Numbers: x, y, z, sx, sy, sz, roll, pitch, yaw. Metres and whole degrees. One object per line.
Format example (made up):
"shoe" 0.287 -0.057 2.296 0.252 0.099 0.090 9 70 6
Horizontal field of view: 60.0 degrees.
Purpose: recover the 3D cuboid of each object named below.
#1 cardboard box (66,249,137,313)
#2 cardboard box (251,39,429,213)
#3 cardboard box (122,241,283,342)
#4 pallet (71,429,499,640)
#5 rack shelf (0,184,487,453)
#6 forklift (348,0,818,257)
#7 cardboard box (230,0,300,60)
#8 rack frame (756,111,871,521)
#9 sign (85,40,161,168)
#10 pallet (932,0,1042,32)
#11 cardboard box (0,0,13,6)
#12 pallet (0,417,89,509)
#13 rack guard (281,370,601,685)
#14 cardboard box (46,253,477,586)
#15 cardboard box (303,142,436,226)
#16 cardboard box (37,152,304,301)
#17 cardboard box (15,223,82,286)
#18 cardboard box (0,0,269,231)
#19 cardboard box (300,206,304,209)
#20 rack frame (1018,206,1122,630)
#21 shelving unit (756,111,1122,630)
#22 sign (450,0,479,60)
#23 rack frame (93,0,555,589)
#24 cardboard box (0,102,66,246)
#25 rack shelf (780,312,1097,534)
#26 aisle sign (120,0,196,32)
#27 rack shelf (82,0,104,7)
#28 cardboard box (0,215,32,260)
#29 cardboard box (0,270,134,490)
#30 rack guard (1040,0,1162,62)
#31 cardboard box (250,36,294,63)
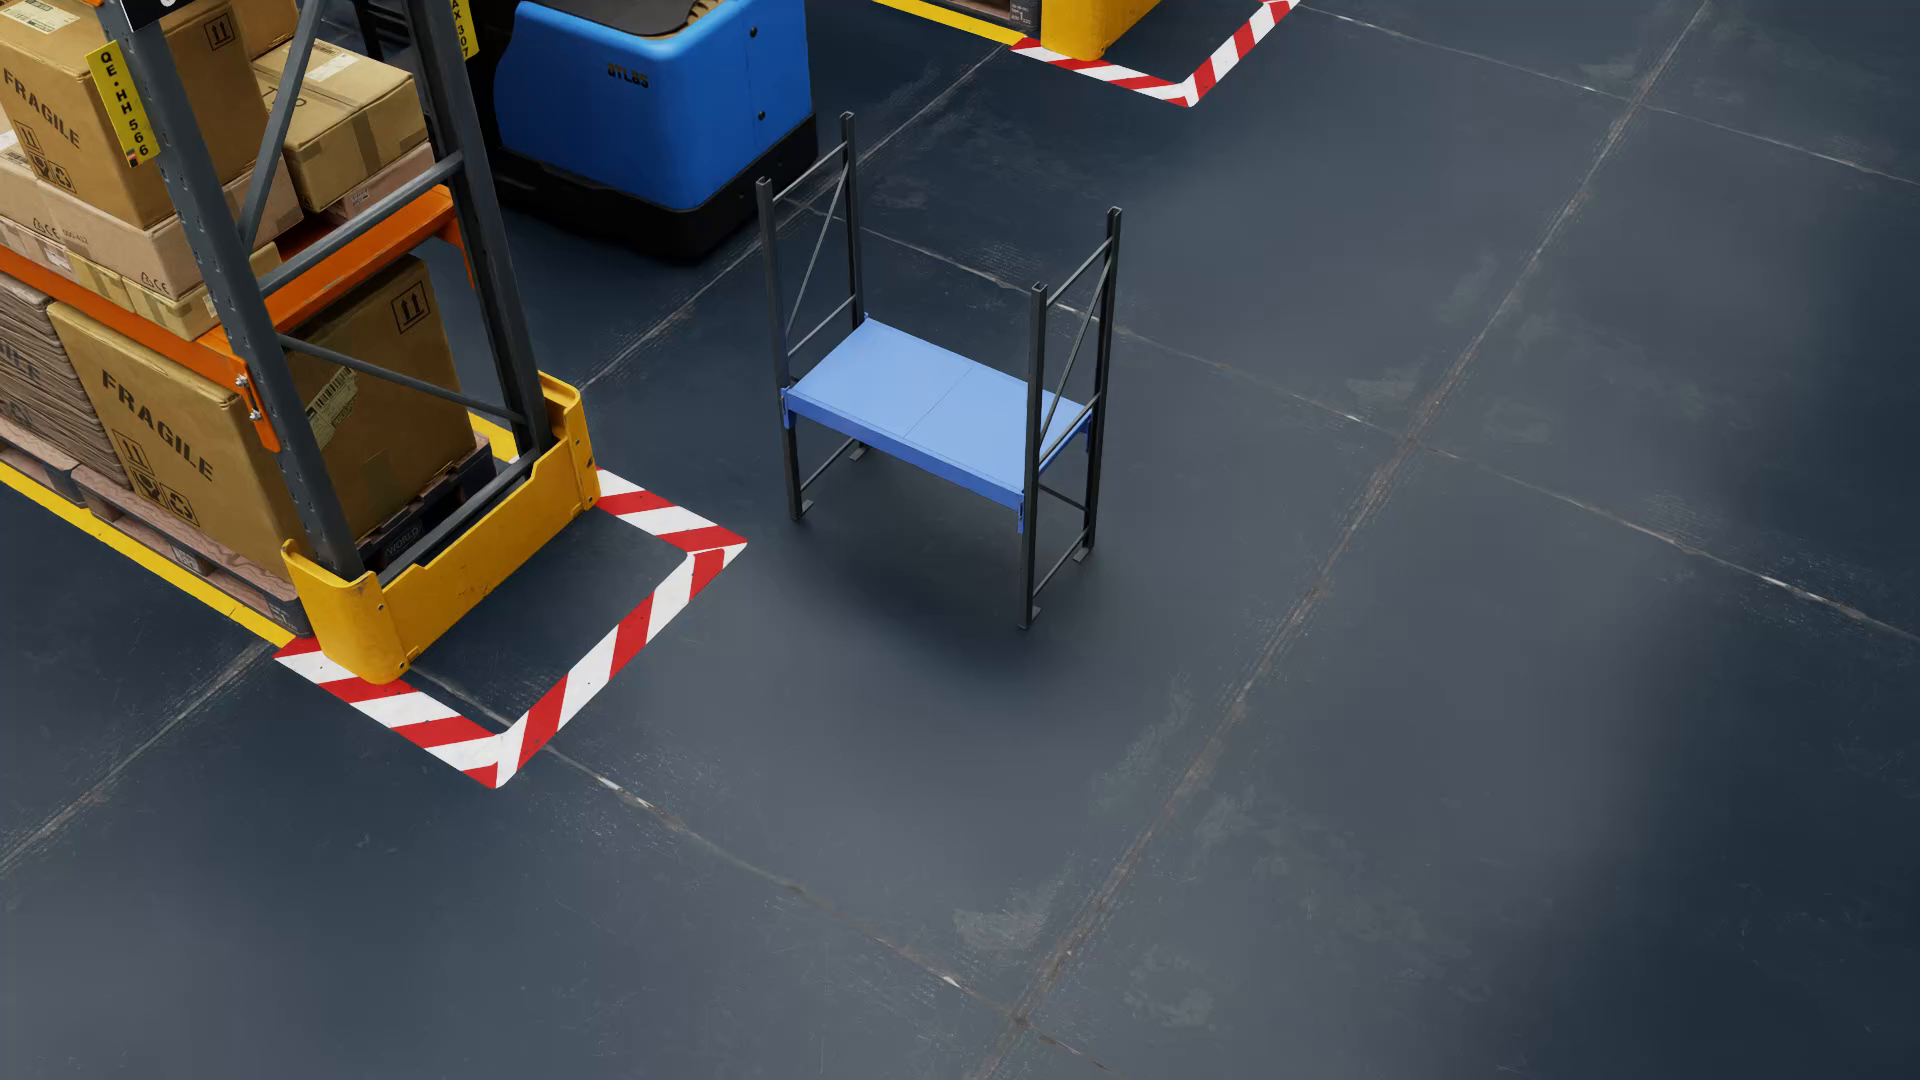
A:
"cardboard box" -2.537 -0.905 5.213 0.250 0.149 0.380 25 51 22
"cardboard box" -2.098 -1.354 5.371 0.500 0.250 0.500 23 50 21
"cardboard box" -2.318 -0.805 5.116 0.250 0.149 0.380 26 51 23
"pallet" -2.555 -0.244 6.340 1.213 0.211 1.003 25 51 22
"rack shelf" -3.524 -1.477 6.095 4.000 0.370 1.077 25 51 22
"forklift" -2.207 -3.073 7.192 3.031 2.935 1.130 23 50 21
"cardboard box" -2.519 -1.809 5.290 0.500 0.500 0.500 24 50 21
"rack frame" -0.500 -0.753 5.935 0.032 1.500 0.500 25 51 22
"sign" -2.145 -1.117 4.272 0.005 0.325 0.100 25 51 22
"pallet" 0.161 -3.314 9.324 1.213 0.211 1.003 25 51 22
"cardboard box" -2.959 -2.006 5.482 0.500 0.500 0.500 23 50 21
"pallet" -3.578 -0.717 6.800 1.213 0.211 1.003 25 51 22
"rack guard" -1.820 -0.073 5.972 0.348 0.500 1.175 25 51 22
"cardboard box" -2.422 -0.559 5.890 0.875 0.875 0.875 25 51 22
"cardboard box" -1.961 -1.203 5.502 0.250 0.149 0.380 25 51 23
"cardboard box" -2.391 -1.032 5.059 0.500 0.250 0.500 24 50 22
"cardboard box" -2.749 -1.003 5.308 0.250 0.149 0.380 25 51 22
"cardboard box" -2.392 -1.296 4.792 0.500 0.500 0.500 25 51 23
"cardboard box" -2.178 -1.301 5.598 0.250 0.149 0.380 24 50 22
"rack frame" 0.356 -0.359 5.553 0.032 1.500 0.500 25 51 22
"shelving unit" -0.072 -0.556 5.744 1.048 1.500 0.538 25 51 22
"sign" -1.536 -1.615 5.069 0.005 0.325 0.100 25 51 22
"rack frame" -1.840 -0.953 5.085 0.127 3.000 1.000 25 51 22
"cardboard box" -2.818 -1.229 5.250 0.500 0.250 0.500 24 50 21
"rack shelf" -0.072 -0.430 5.873 1.000 0.185 0.538 25 51 22
"aisle sign" -1.942 -1.650 3.950 0.004 0.787 0.394 25 51 22
"rack shelf" -3.524 -2.522 5.020 4.000 0.370 1.077 25 51 22
"cardboard box" -2.959 -1.100 5.403 0.250 0.149 0.380 26 51 23
"cardboard box" -3.188 -0.911 6.233 0.875 0.875 0.875 25 51 22
"rack guard" 0.861 -3.071 8.885 0.348 0.500 1.175 25 51 22
"cardboard box" -2.540 -1.551 5.563 0.500 0.250 0.500 24 51 22
